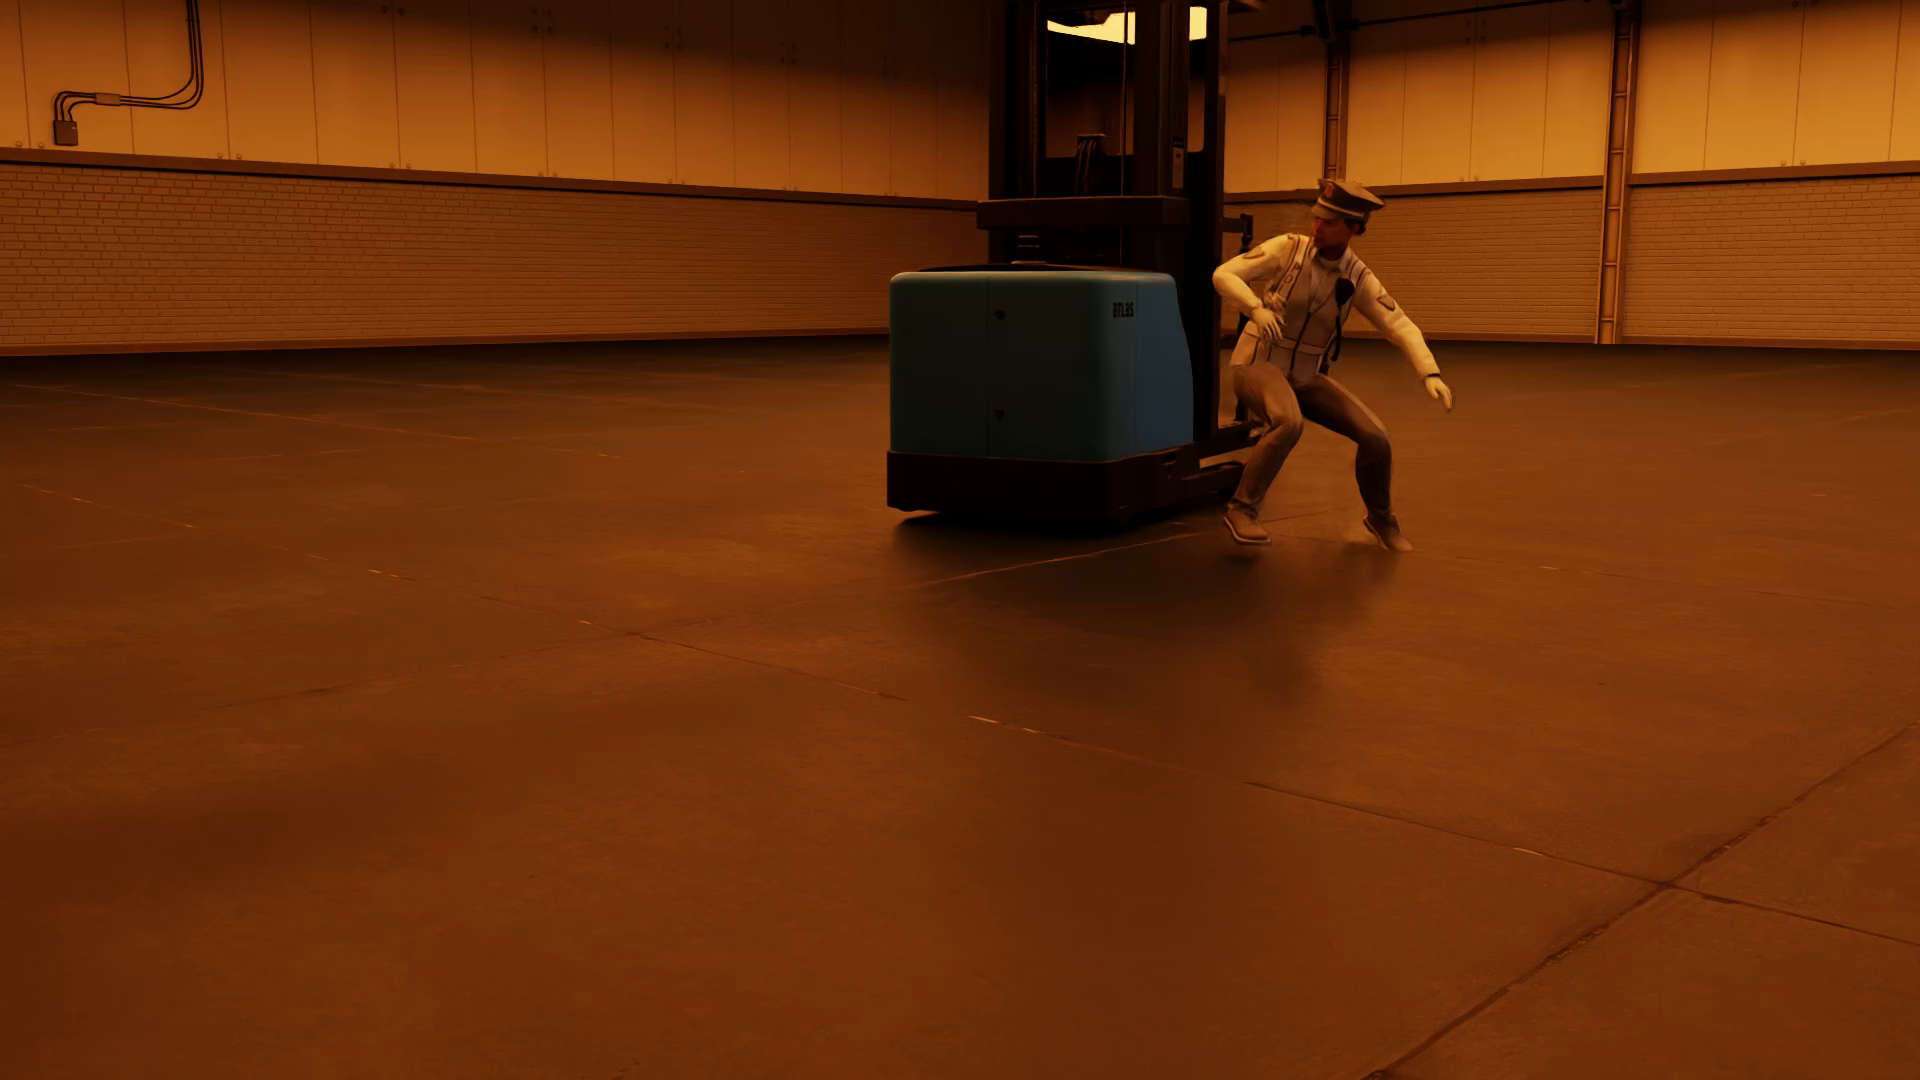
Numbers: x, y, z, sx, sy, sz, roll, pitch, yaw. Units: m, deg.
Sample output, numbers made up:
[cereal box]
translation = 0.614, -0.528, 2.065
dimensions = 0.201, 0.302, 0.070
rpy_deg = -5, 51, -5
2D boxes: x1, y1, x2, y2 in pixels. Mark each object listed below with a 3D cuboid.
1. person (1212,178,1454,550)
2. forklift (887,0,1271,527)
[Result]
[person]
translation = 1.392, -0.631, 6.306
dimensions = 0.805, 1.450, 0.787
rpy_deg = -2, 9, -15
[forklift]
translation = 0.830, -1.682, 8.045
dimensions = 1.130, 2.935, 3.031
rpy_deg = 5, 10, 28
